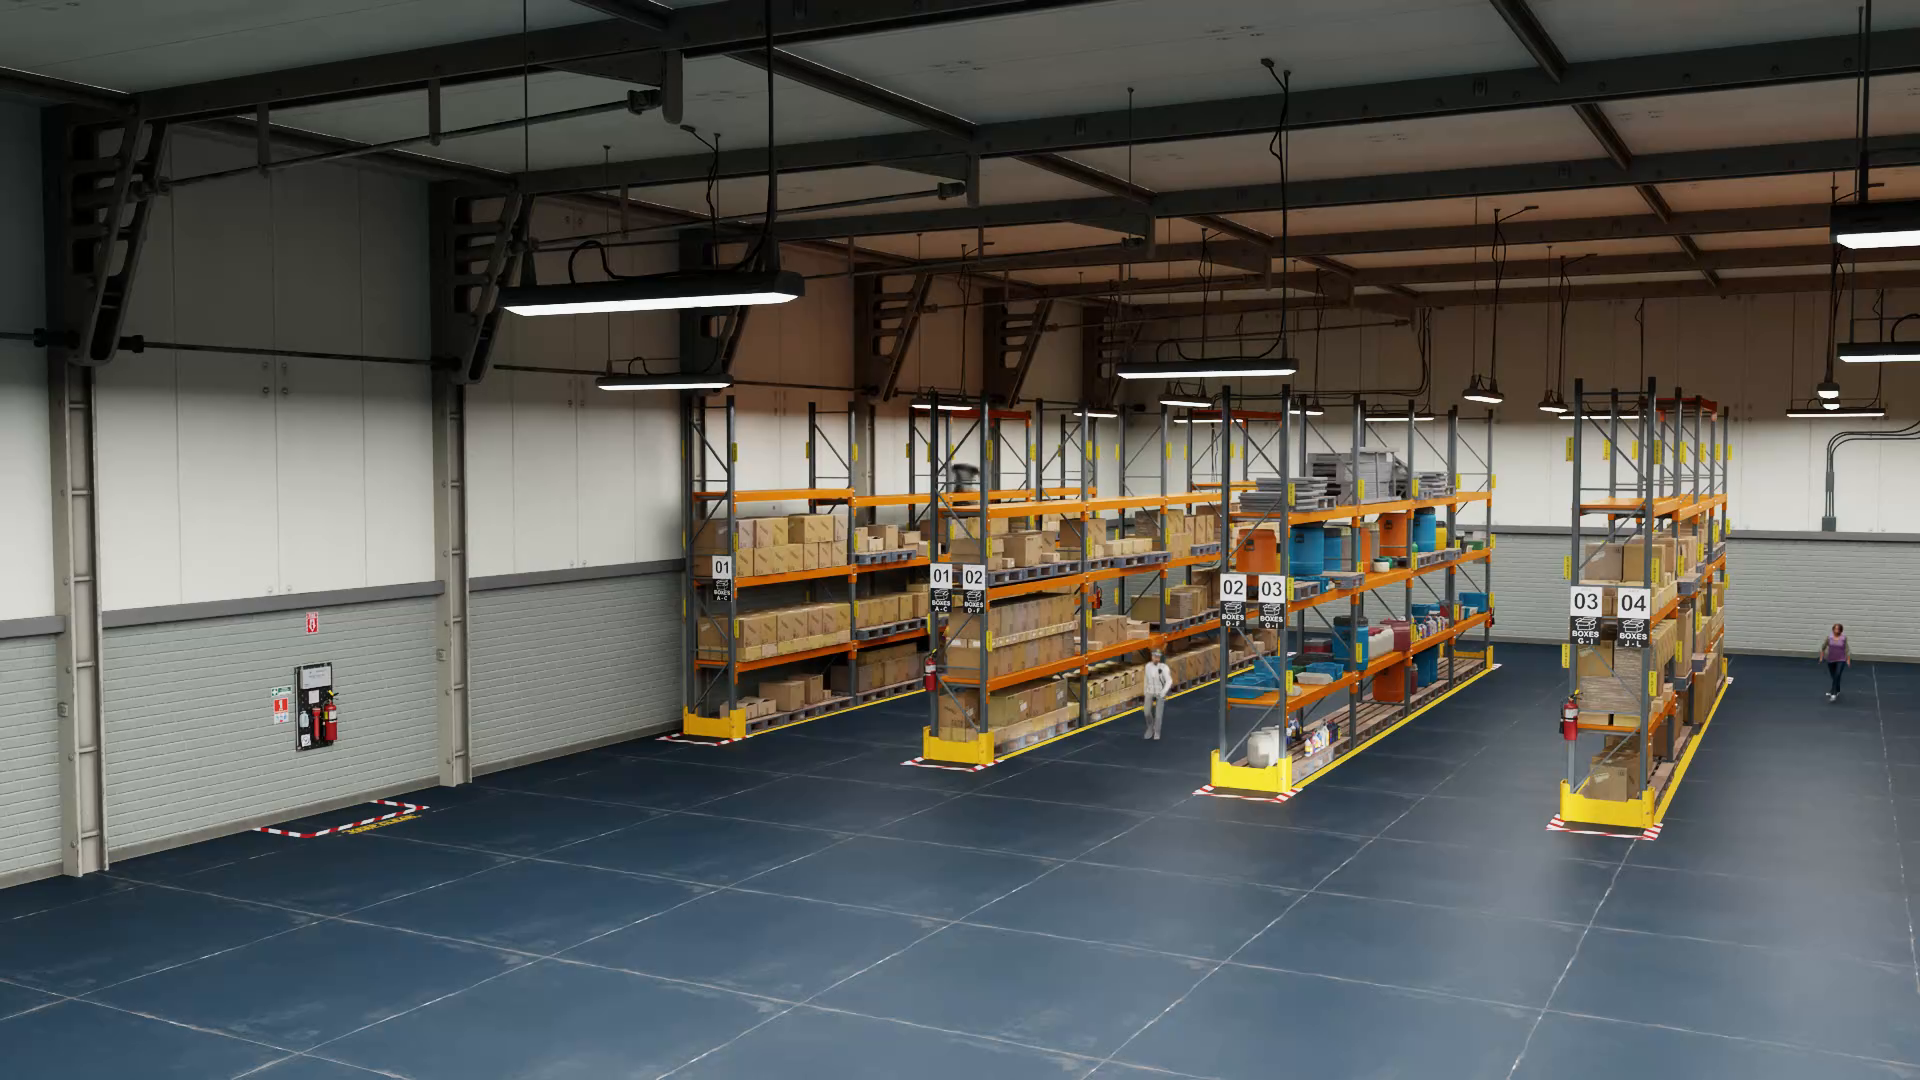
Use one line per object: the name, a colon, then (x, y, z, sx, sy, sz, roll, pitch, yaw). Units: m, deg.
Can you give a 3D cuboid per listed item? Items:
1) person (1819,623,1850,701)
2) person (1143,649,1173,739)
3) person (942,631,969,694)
person: (17.577, 2.425, 33.403, 0.521, 1.535, 0.900, 3, 4, 40)
person: (3.394, 2.668, 28.677, 0.572, 1.618, 0.762, 1, 3, 16)
person: (0.027, 2.398, 33.741, 0.724, 1.700, 0.790, -1, 3, -22)
